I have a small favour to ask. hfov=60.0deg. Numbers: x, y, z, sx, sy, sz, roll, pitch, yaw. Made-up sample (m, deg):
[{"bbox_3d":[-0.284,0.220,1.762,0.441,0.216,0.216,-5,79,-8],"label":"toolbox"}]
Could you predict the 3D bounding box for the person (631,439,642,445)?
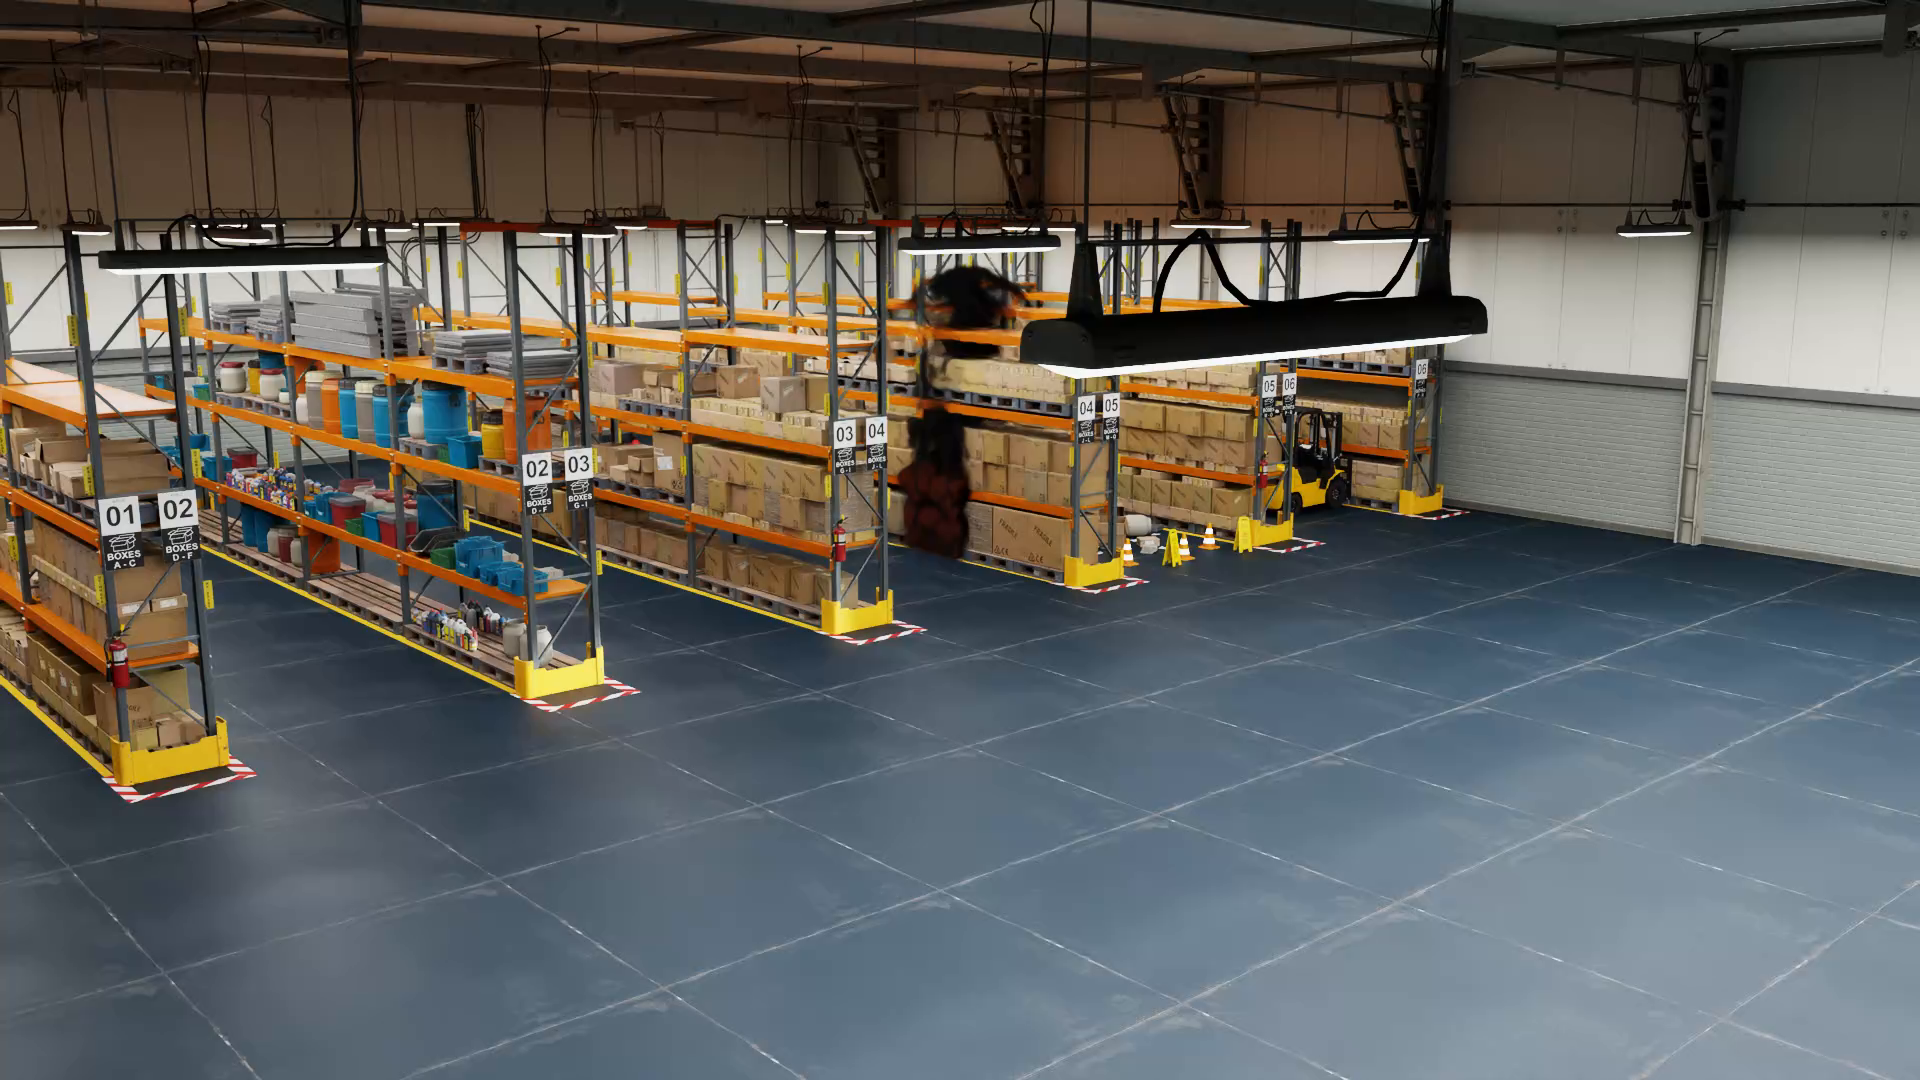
[{"bbox_3d":[-6.430,-1.144,33.159,0.599,1.738,0.662,11,16,43],"label":"person"}]
